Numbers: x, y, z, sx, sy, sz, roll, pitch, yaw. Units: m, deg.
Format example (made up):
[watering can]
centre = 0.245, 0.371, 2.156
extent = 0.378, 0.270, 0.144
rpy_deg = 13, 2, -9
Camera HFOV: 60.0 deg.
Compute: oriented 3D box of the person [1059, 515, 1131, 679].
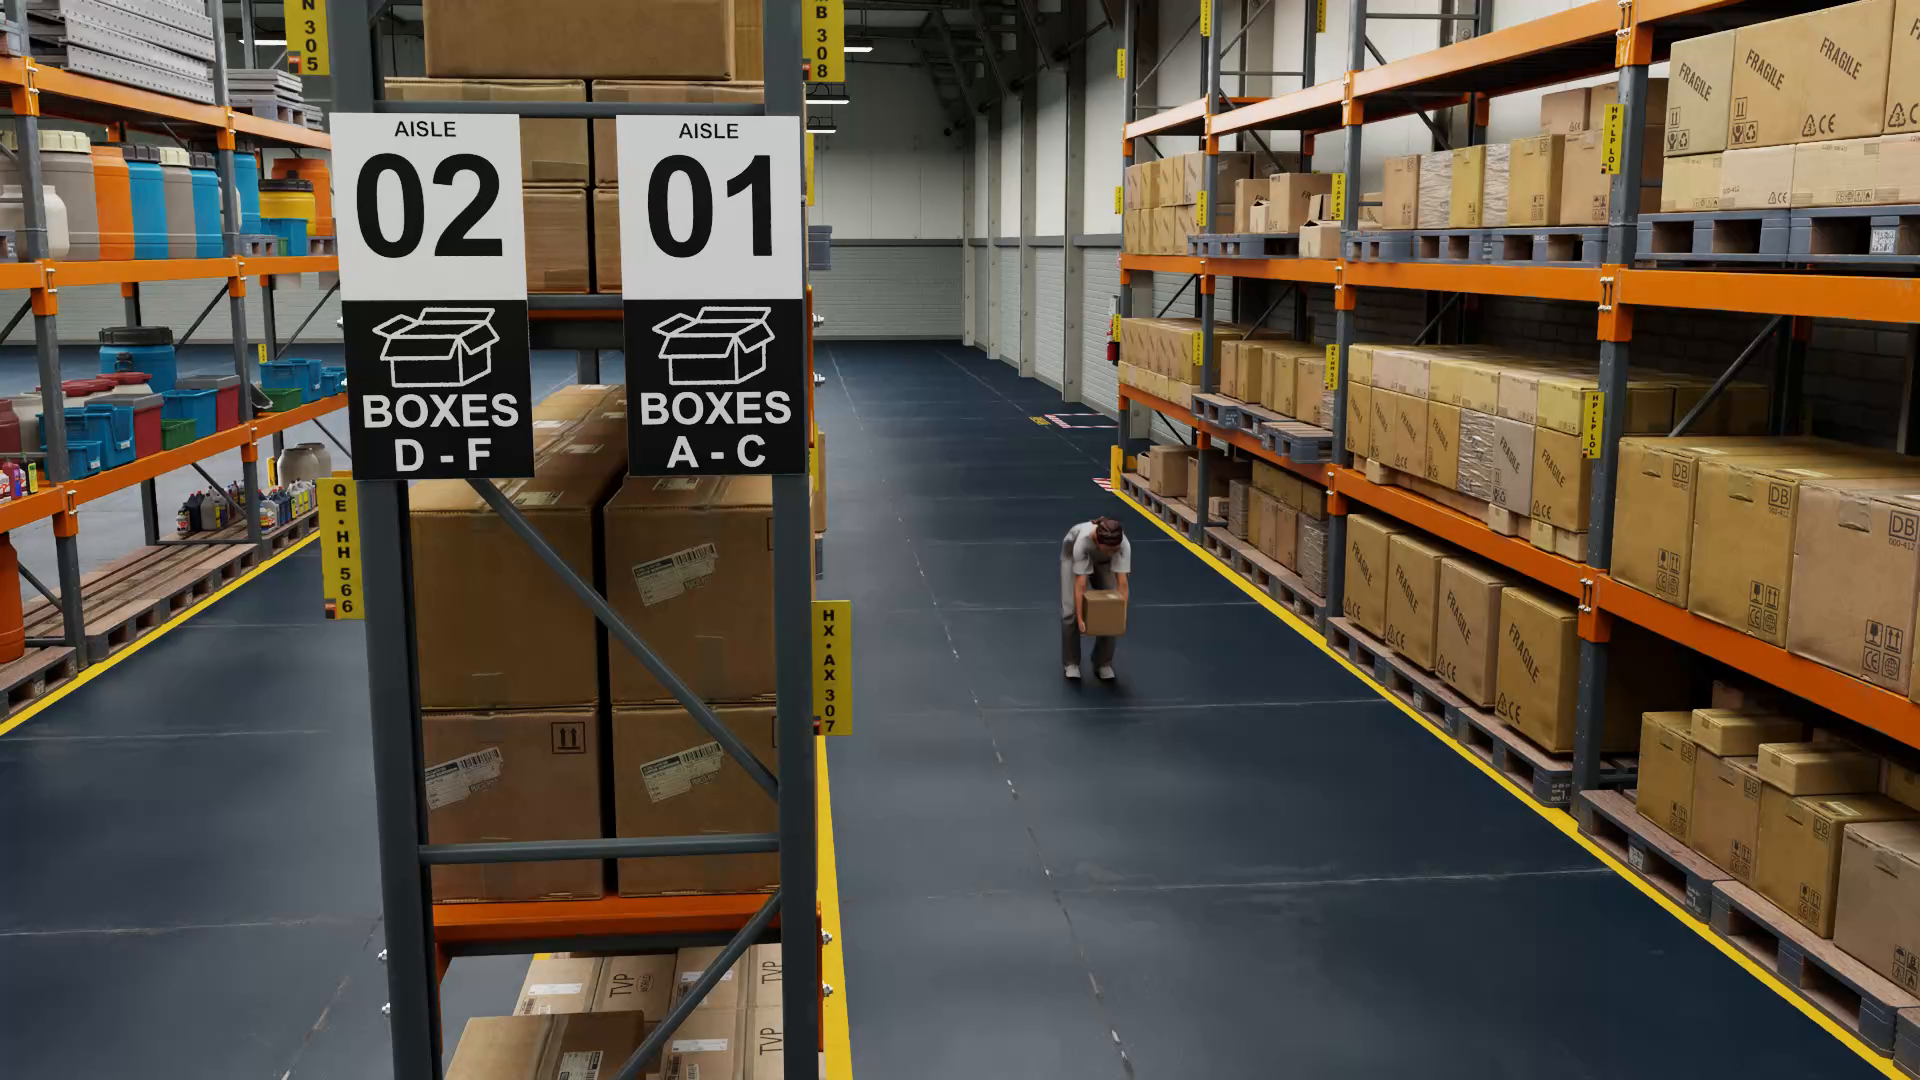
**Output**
[person]
centre = 0.910, 0.384, 11.199
extent = 0.432, 1.169, 0.845
rpy_deg = -1, 10, -8
